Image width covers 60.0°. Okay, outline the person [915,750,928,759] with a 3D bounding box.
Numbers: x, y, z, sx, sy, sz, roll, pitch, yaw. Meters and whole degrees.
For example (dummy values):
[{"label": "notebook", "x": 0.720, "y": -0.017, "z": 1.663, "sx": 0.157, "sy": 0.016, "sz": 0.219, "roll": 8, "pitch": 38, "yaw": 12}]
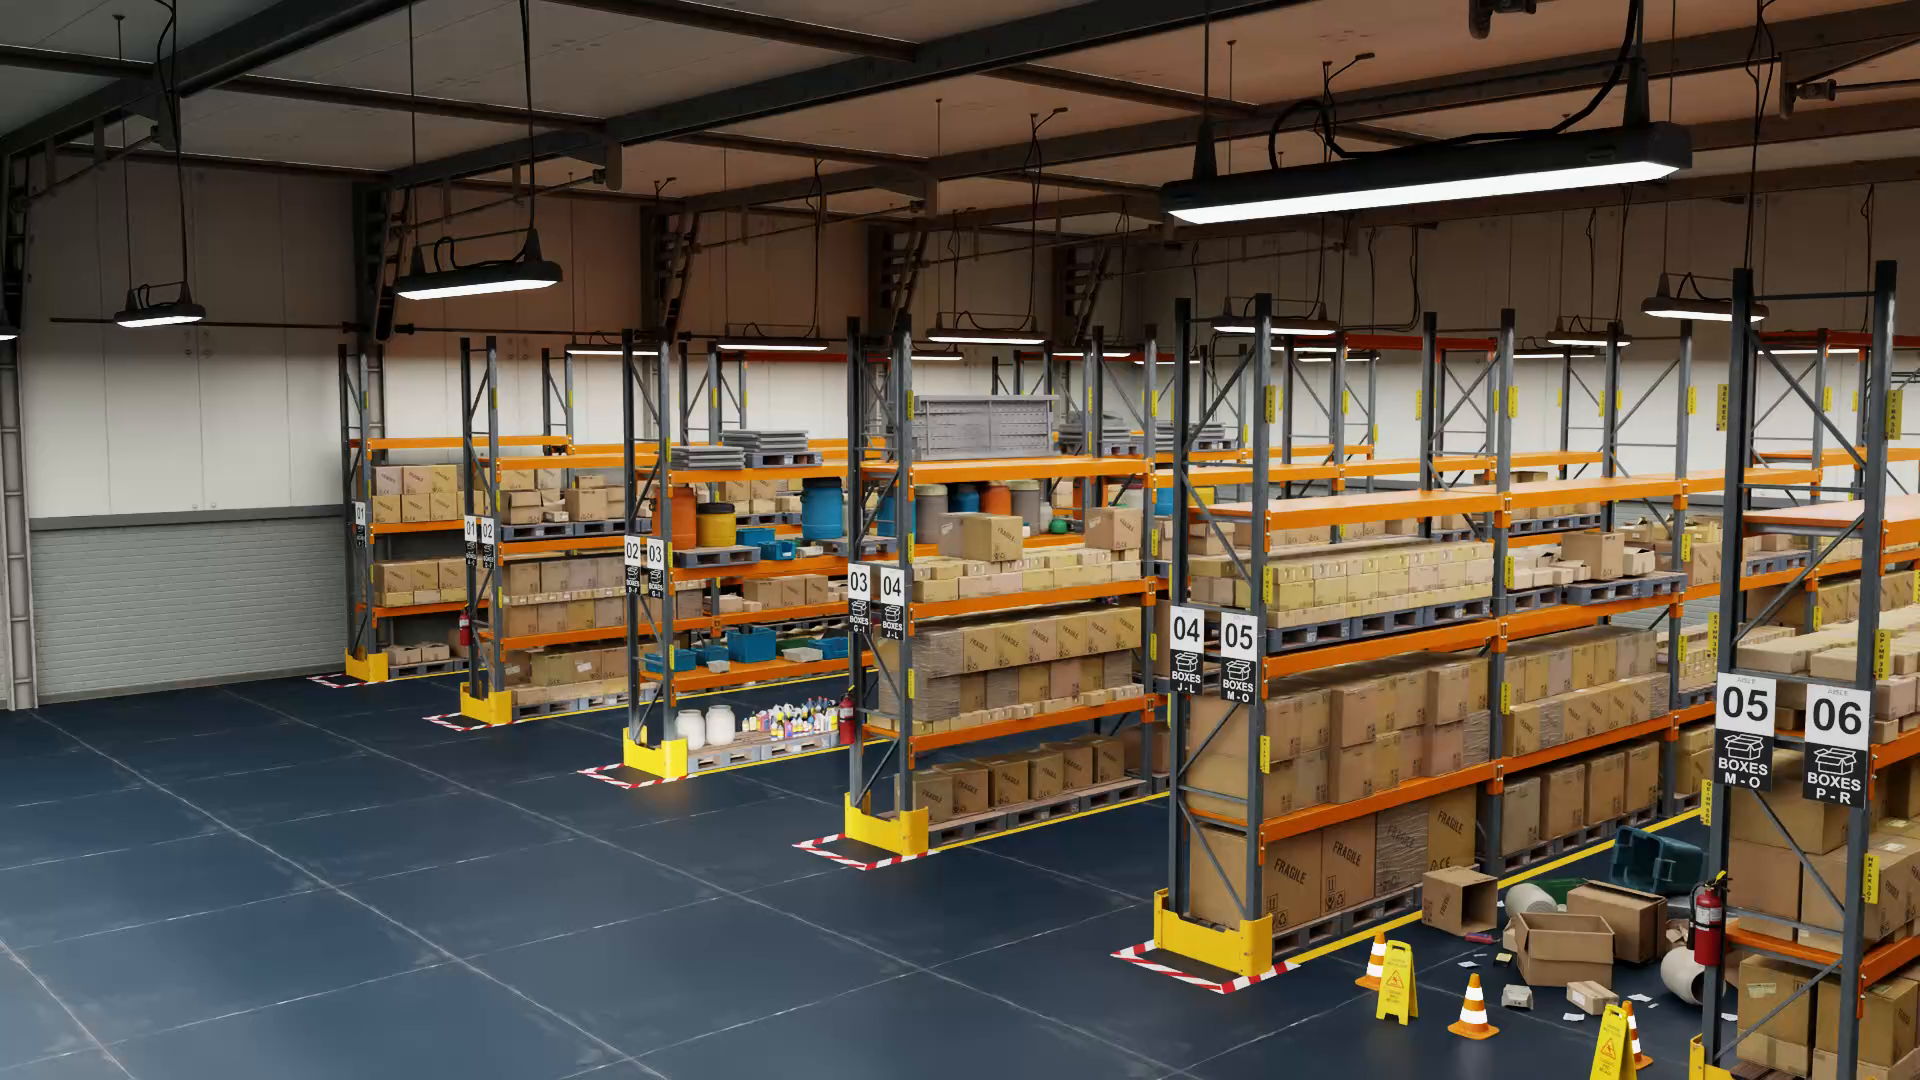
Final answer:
[{"label": "person", "x": -0.737, "y": 2.390, "z": 23.106, "sx": 0.598, "sy": 1.395, "sz": 0.971, "roll": 5, "pitch": 7, "yaw": 44}]
